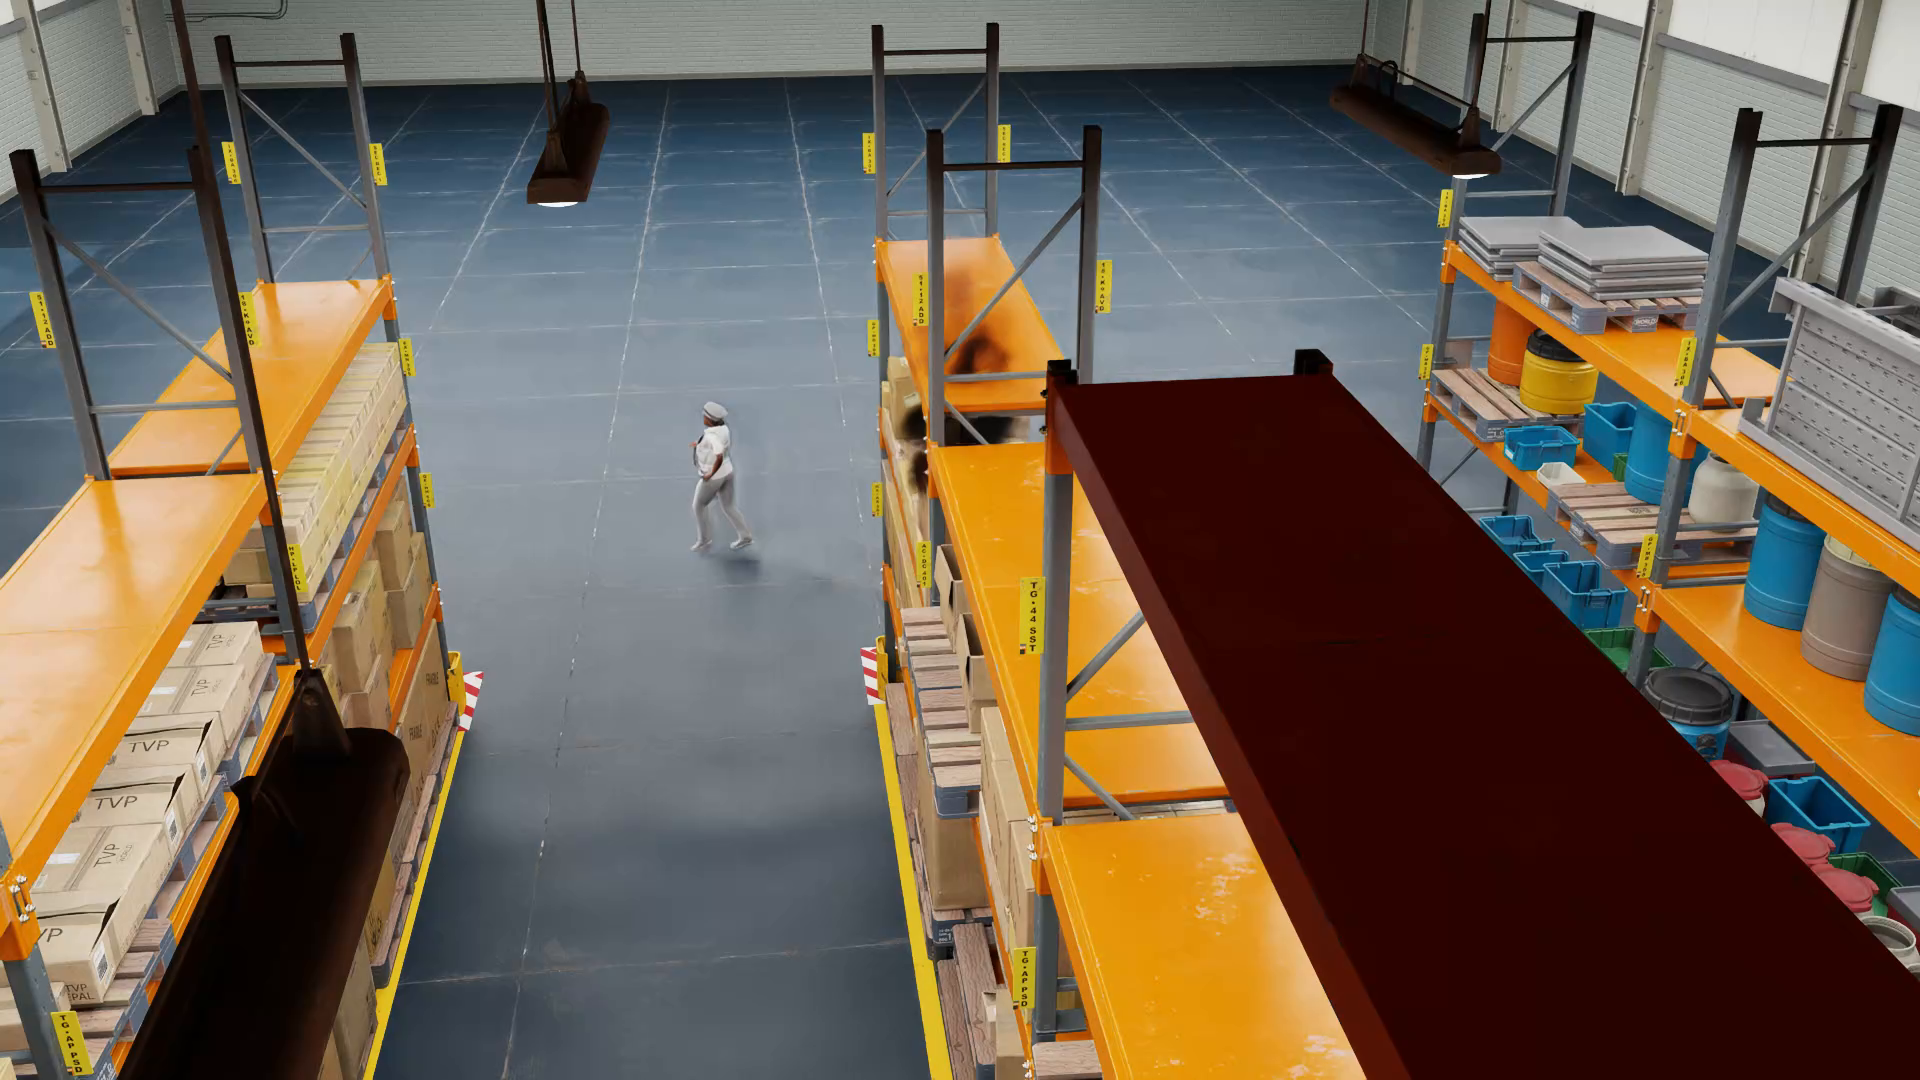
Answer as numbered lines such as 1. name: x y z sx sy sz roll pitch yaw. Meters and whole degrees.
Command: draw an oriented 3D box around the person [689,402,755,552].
1. person: -2.598 -0.645 17.884 0.753 1.752 0.564 12 28 24
